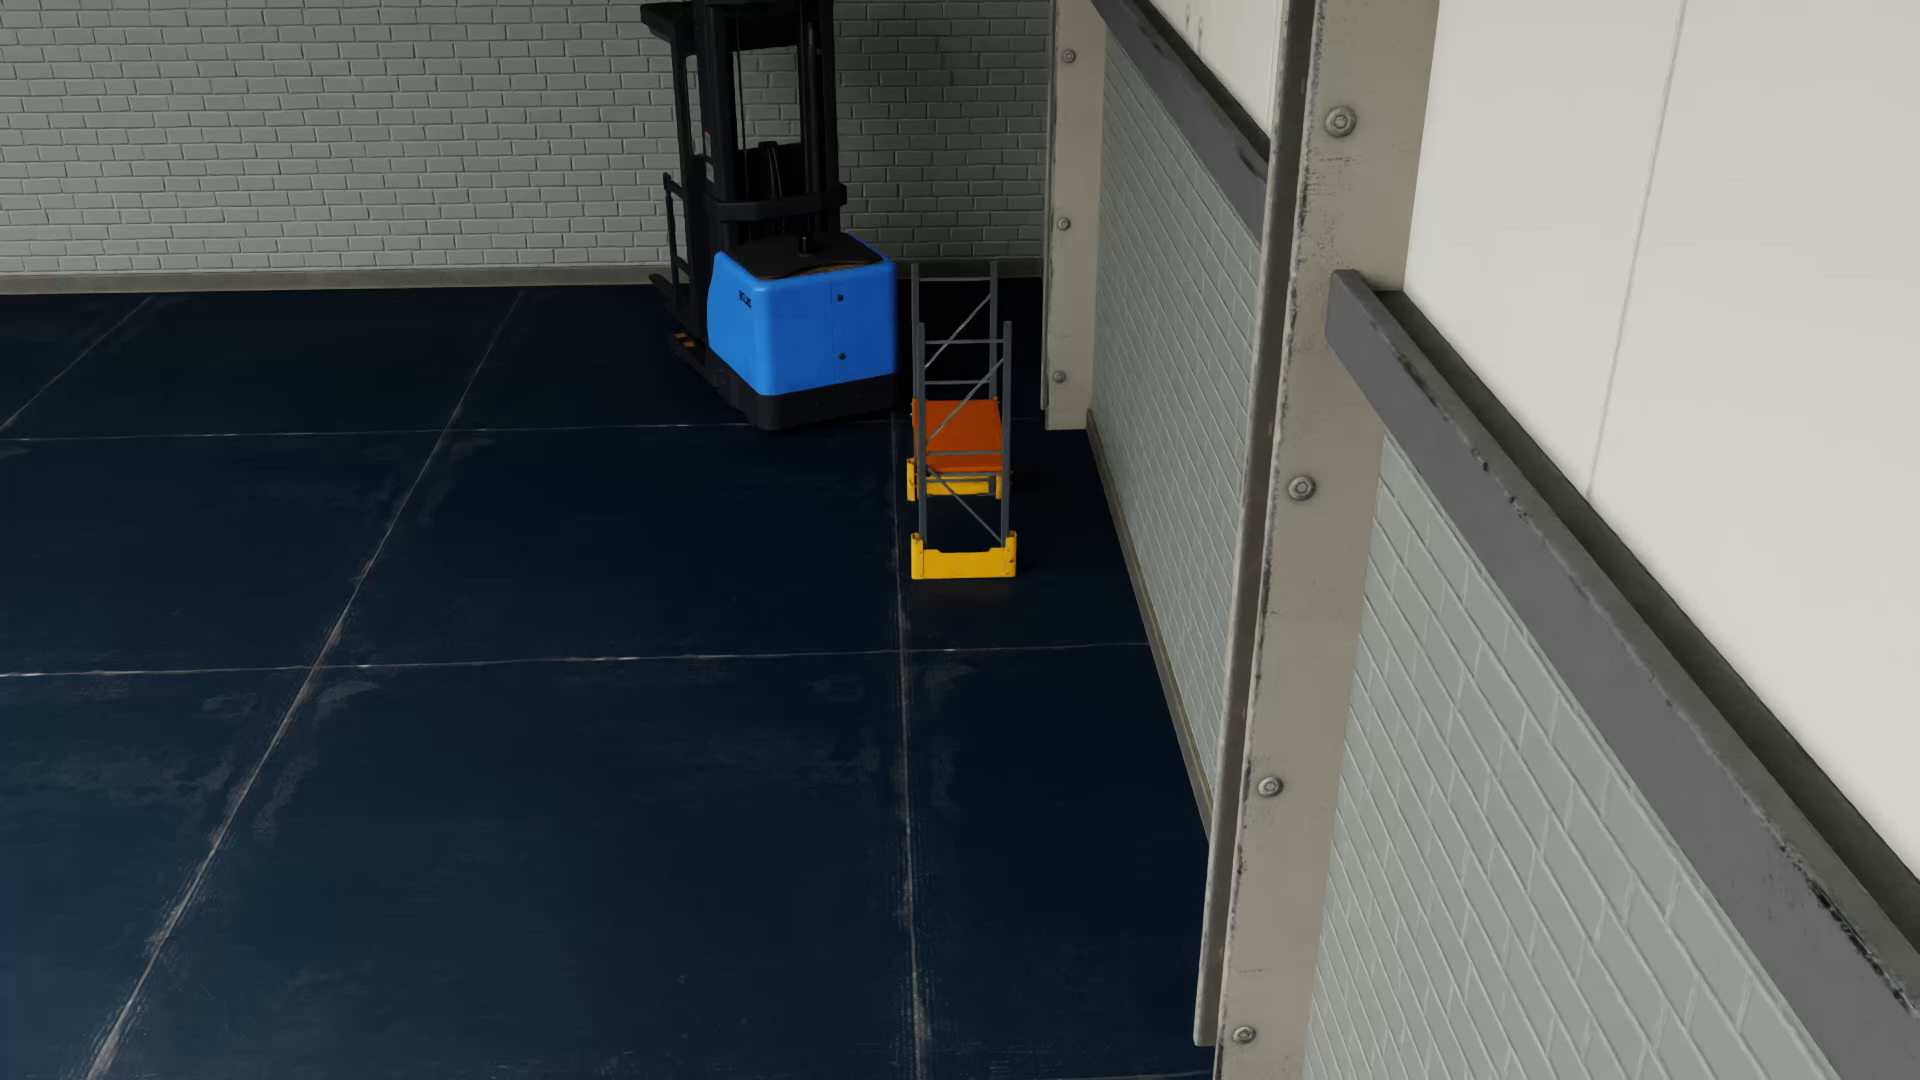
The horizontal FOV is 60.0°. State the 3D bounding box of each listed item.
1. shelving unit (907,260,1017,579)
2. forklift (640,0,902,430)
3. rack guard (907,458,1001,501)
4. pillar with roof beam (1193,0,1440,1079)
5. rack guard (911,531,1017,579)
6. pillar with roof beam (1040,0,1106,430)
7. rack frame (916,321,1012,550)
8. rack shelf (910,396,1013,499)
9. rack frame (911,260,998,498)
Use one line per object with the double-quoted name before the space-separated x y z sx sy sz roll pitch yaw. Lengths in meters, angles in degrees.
"shelving unit" -0.004 -0.700 9.471 0.587 1.500 1.083 -1 28 -3
"forklift" -1.513 -2.678 11.715 1.130 2.935 3.031 -13 30 -24
"rack guard" -0.030 -0.376 10.201 0.587 0.250 0.087 -1 28 -3
"pillar with roof beam" -3.266 -1.951 3.759 9.100 9.000 0.400 -1 28 -3
"rack guard" 0.022 0.084 9.319 0.587 0.250 0.087 -1 28 -3
"pillar with roof beam" -3.579 -4.722 9.072 9.100 9.000 0.400 -1 28 -3
"rack frame" 0.022 -0.470 9.029 0.500 1.500 0.032 -1 28 -3
"rack shelf" -0.004 -0.545 9.562 0.538 0.185 1.000 -1 28 -3
"rack frame" -0.031 -0.939 9.929 0.500 1.500 0.032 -1 28 -3
